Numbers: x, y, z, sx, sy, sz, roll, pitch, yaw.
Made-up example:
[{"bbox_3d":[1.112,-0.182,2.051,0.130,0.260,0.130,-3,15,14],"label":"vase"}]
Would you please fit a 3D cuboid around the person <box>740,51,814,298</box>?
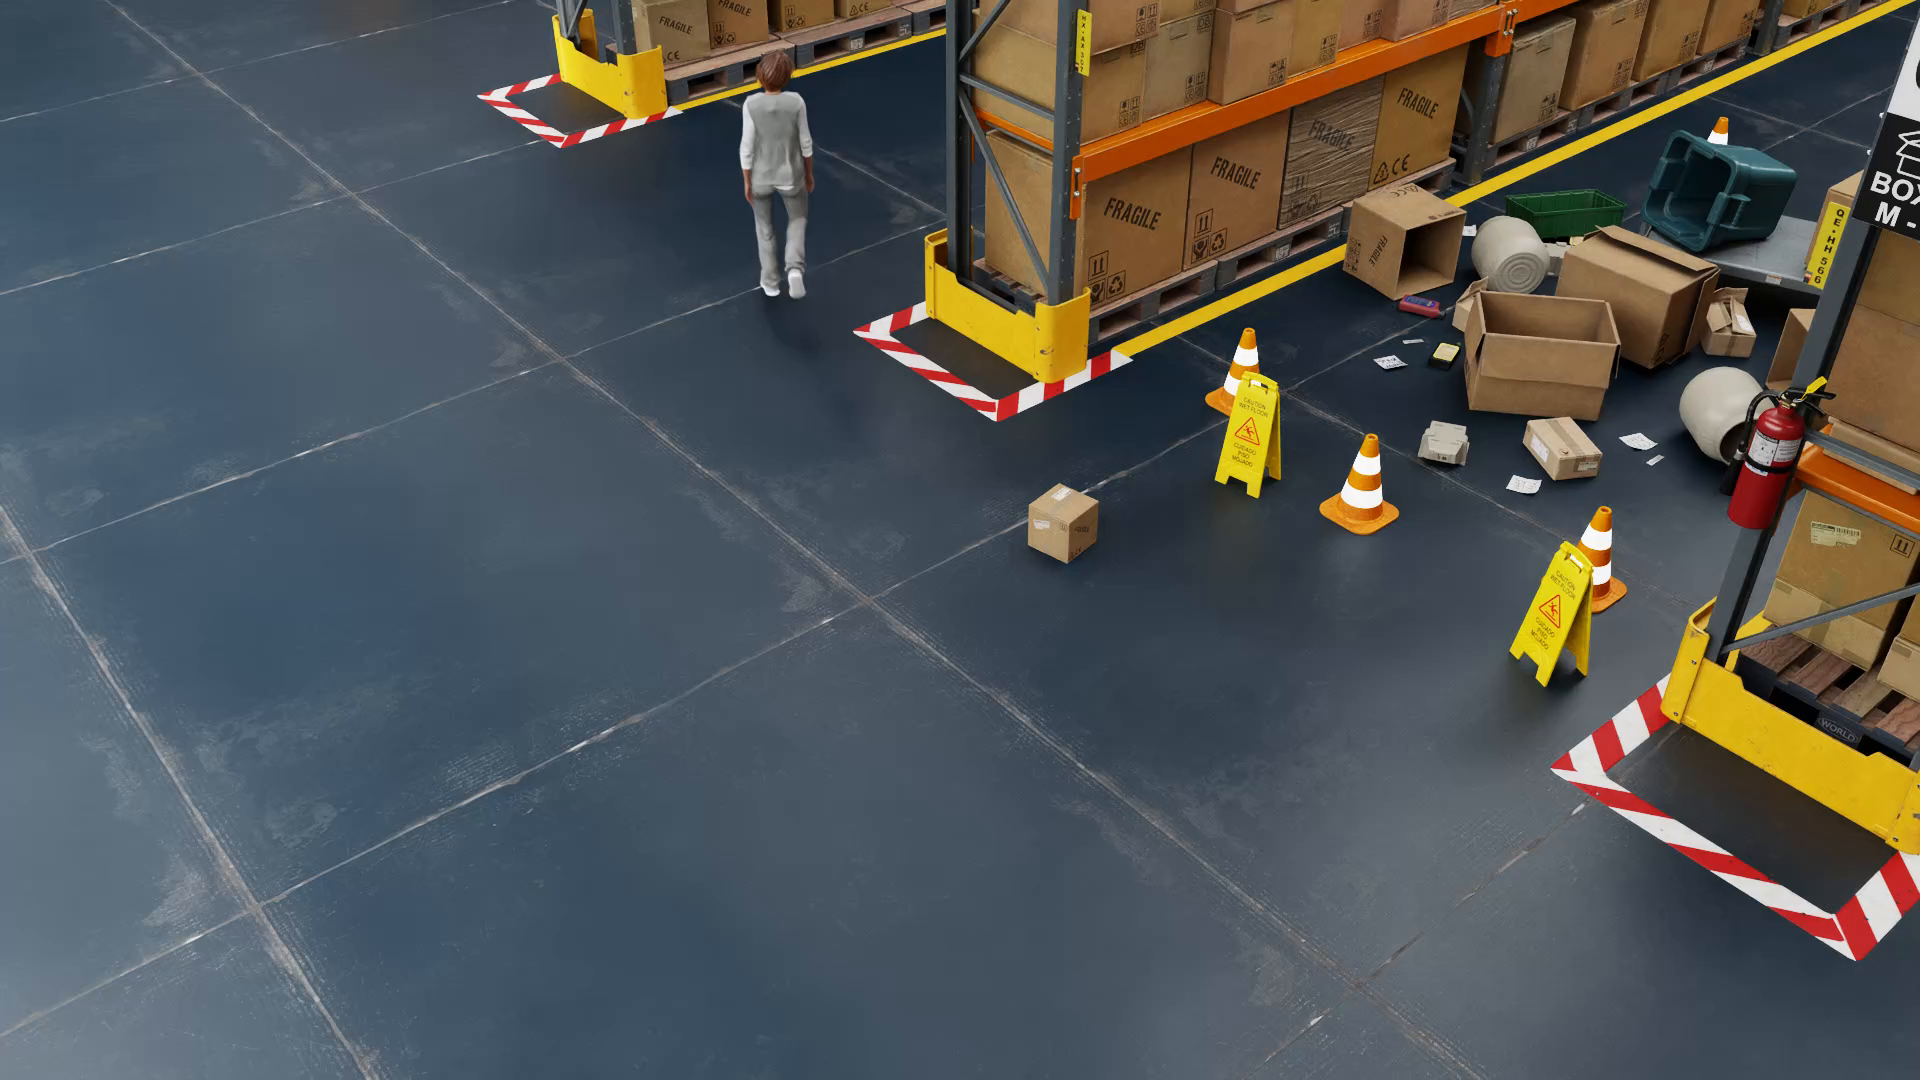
[{"bbox_3d":[-1.087,-2.150,9.966,0.436,1.577,0.582,-6,37,-8],"label":"person"}]
